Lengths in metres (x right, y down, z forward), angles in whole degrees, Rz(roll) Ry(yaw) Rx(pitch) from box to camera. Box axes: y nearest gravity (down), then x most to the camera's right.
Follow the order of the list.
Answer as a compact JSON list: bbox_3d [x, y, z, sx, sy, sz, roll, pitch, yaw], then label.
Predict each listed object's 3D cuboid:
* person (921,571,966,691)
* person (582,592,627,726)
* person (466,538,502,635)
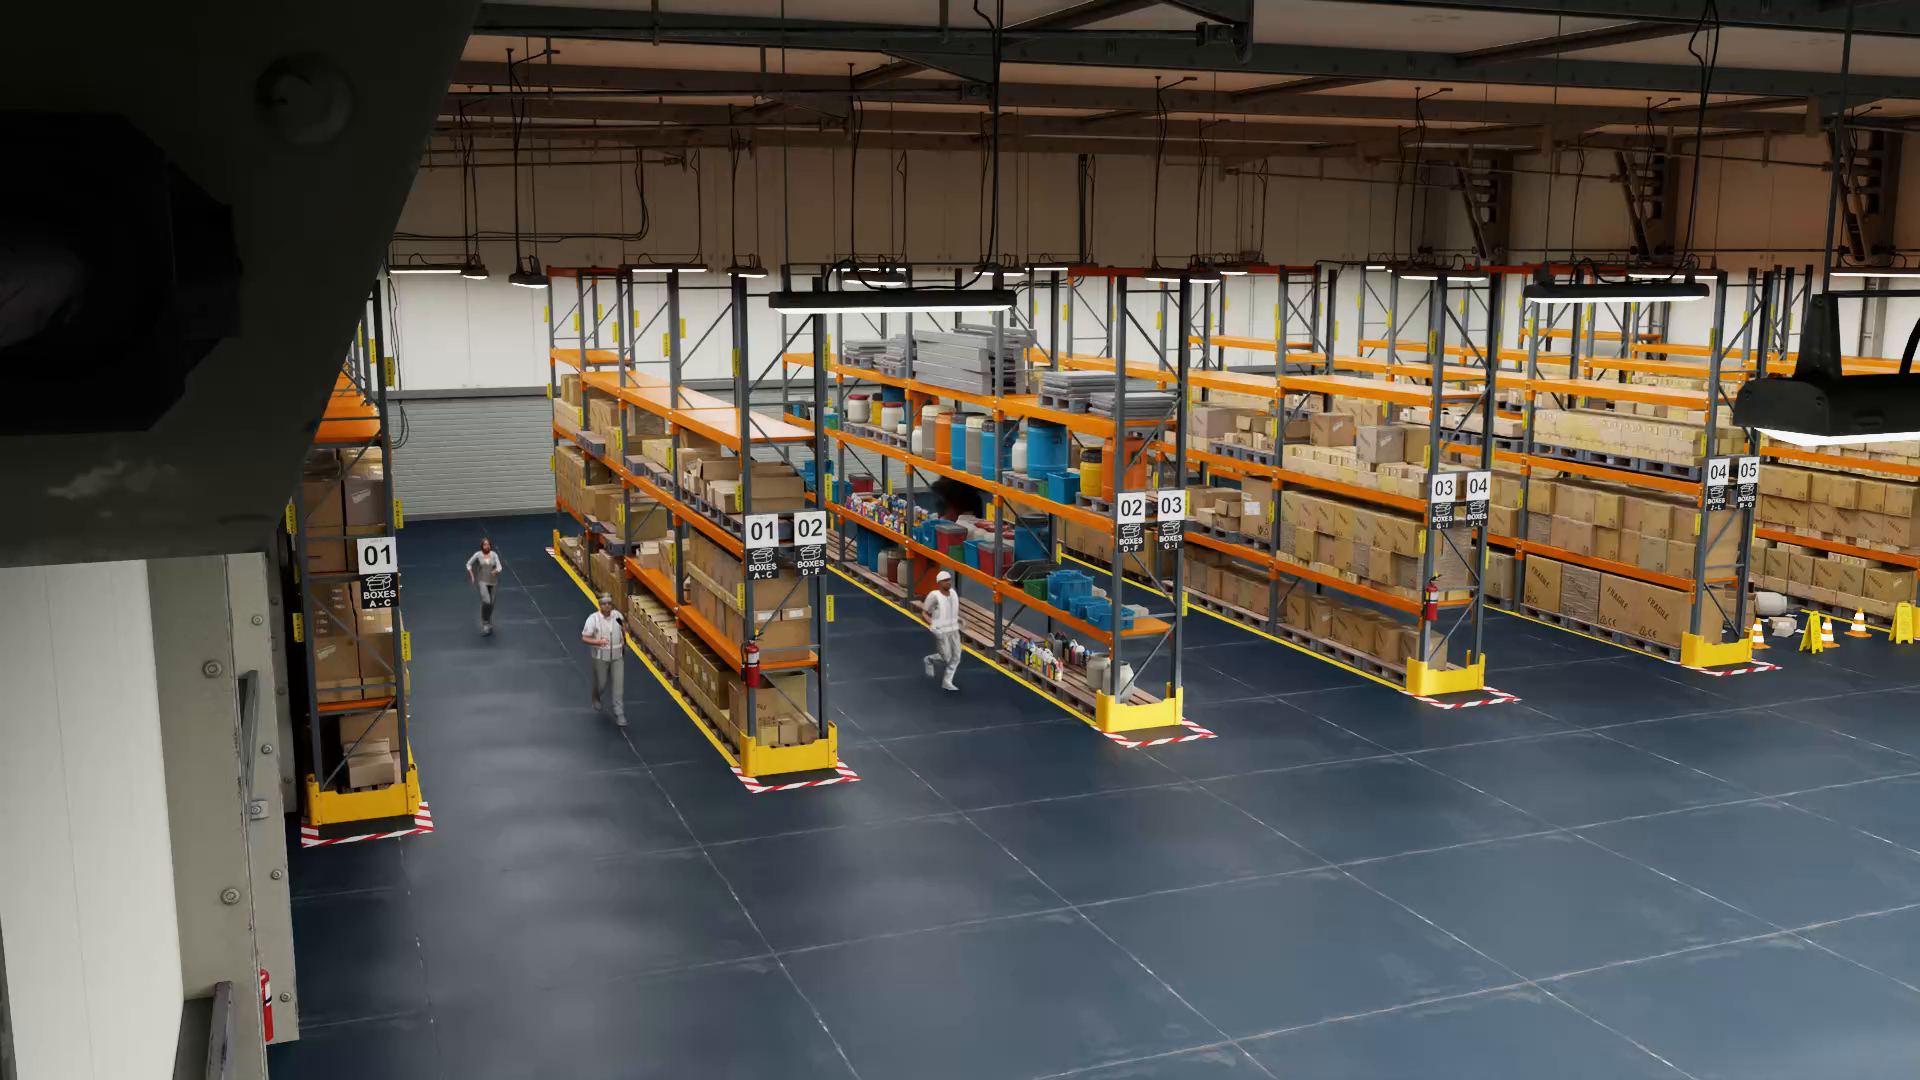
[{"bbox_3d":[-0.242,1.305,24.177,0.683,1.735,0.625,-8,13,-40],"label":"person"},{"bbox_3d":[-4.744,1.558,22.404,0.665,1.752,1.010,-5,11,-28],"label":"person"},{"bbox_3d":[-7.870,0.767,27.647,0.503,1.614,0.682,-7,12,-34],"label":"person"}]
